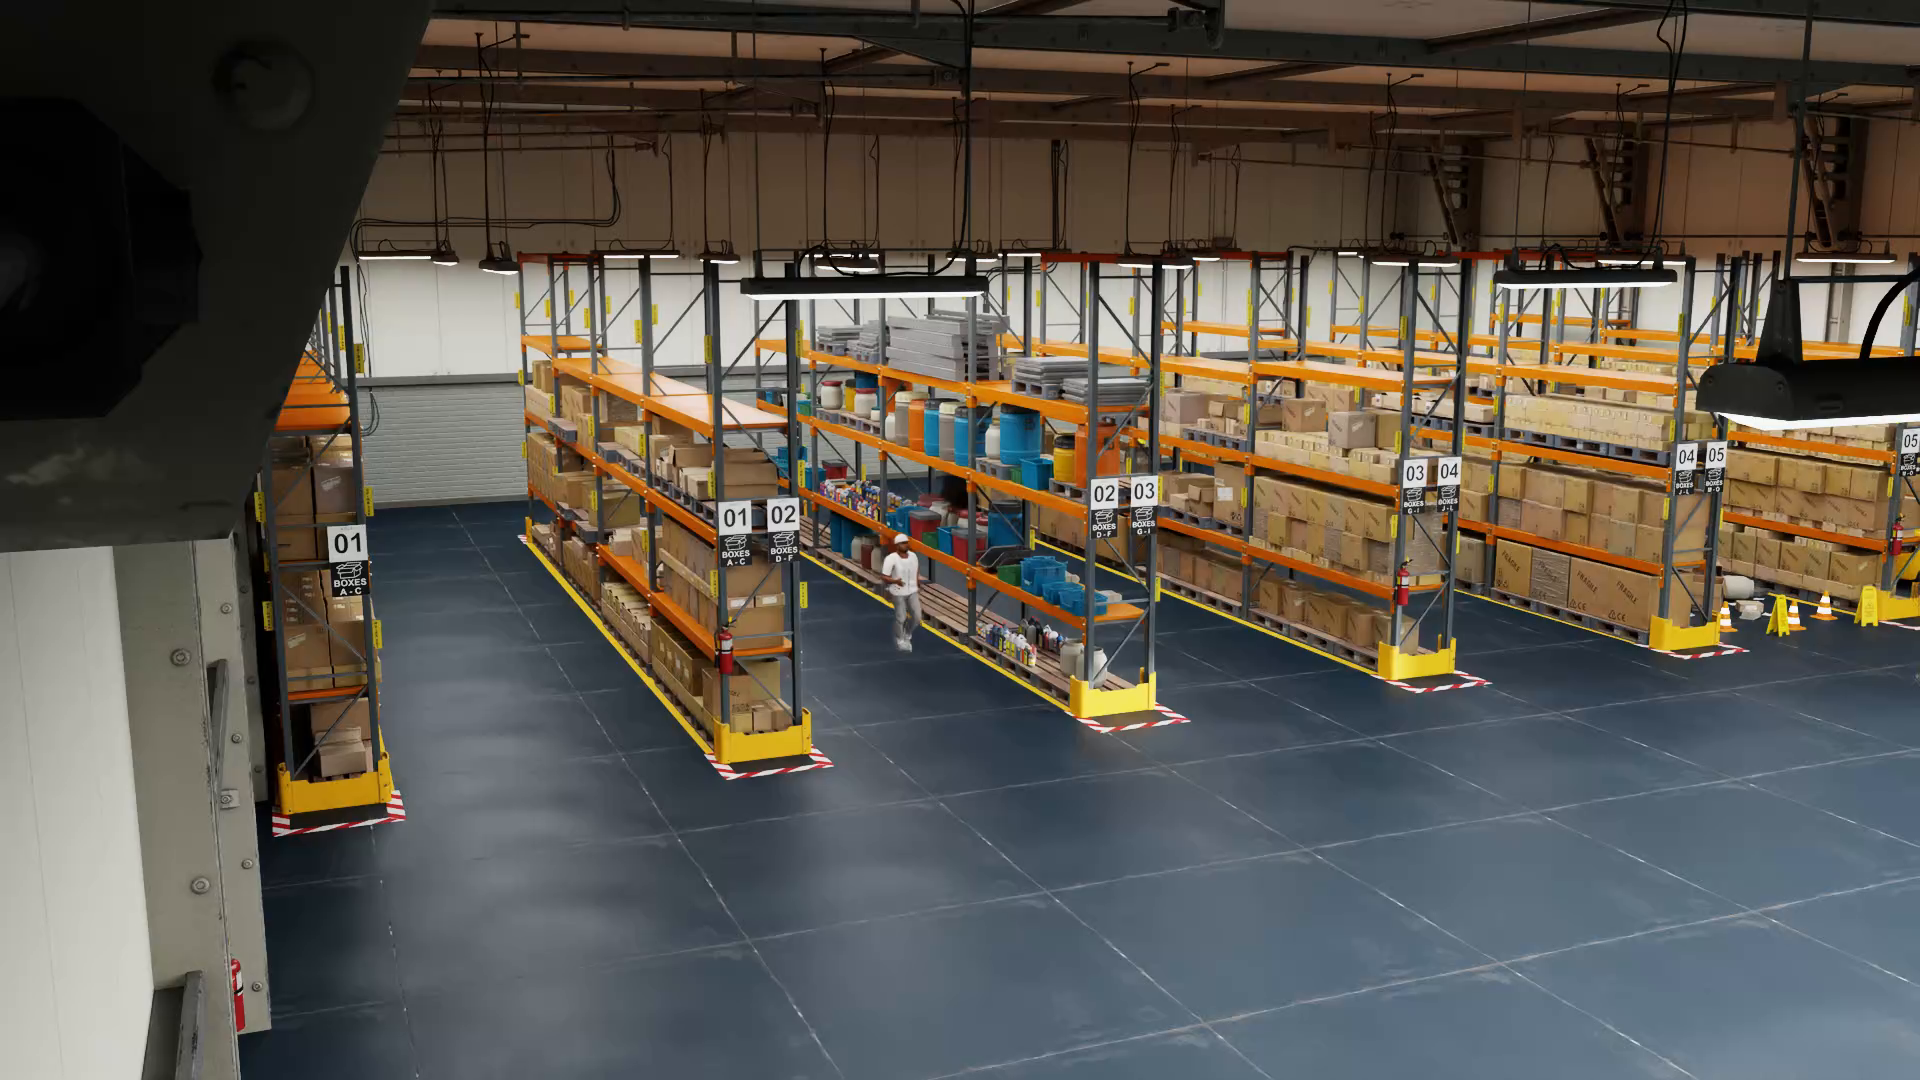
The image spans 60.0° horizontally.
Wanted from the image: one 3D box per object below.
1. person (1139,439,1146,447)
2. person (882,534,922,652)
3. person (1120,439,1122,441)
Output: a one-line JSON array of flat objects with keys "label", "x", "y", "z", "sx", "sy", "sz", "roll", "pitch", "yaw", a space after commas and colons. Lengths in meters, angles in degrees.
[{"label": "person", "x": 4.159, "y": -1.454, "z": 38.226, "sx": 0.704, "sy": 1.721, "sz": 0.585, "roll": -3, "pitch": 11, "yaw": -18}, {"label": "person", "x": -0.786, "y": 0.798, "z": 24.316, "sx": 0.686, "sy": 1.786, "sz": 0.597, "roll": -6, "pitch": 12, "yaw": -31}, {"label": "person", "x": 3.656, "y": -1.900, "z": 40.573, "sx": 0.599, "sy": 1.732, "sz": 0.719, "roll": -10, "pitch": 14, "yaw": -44}]
